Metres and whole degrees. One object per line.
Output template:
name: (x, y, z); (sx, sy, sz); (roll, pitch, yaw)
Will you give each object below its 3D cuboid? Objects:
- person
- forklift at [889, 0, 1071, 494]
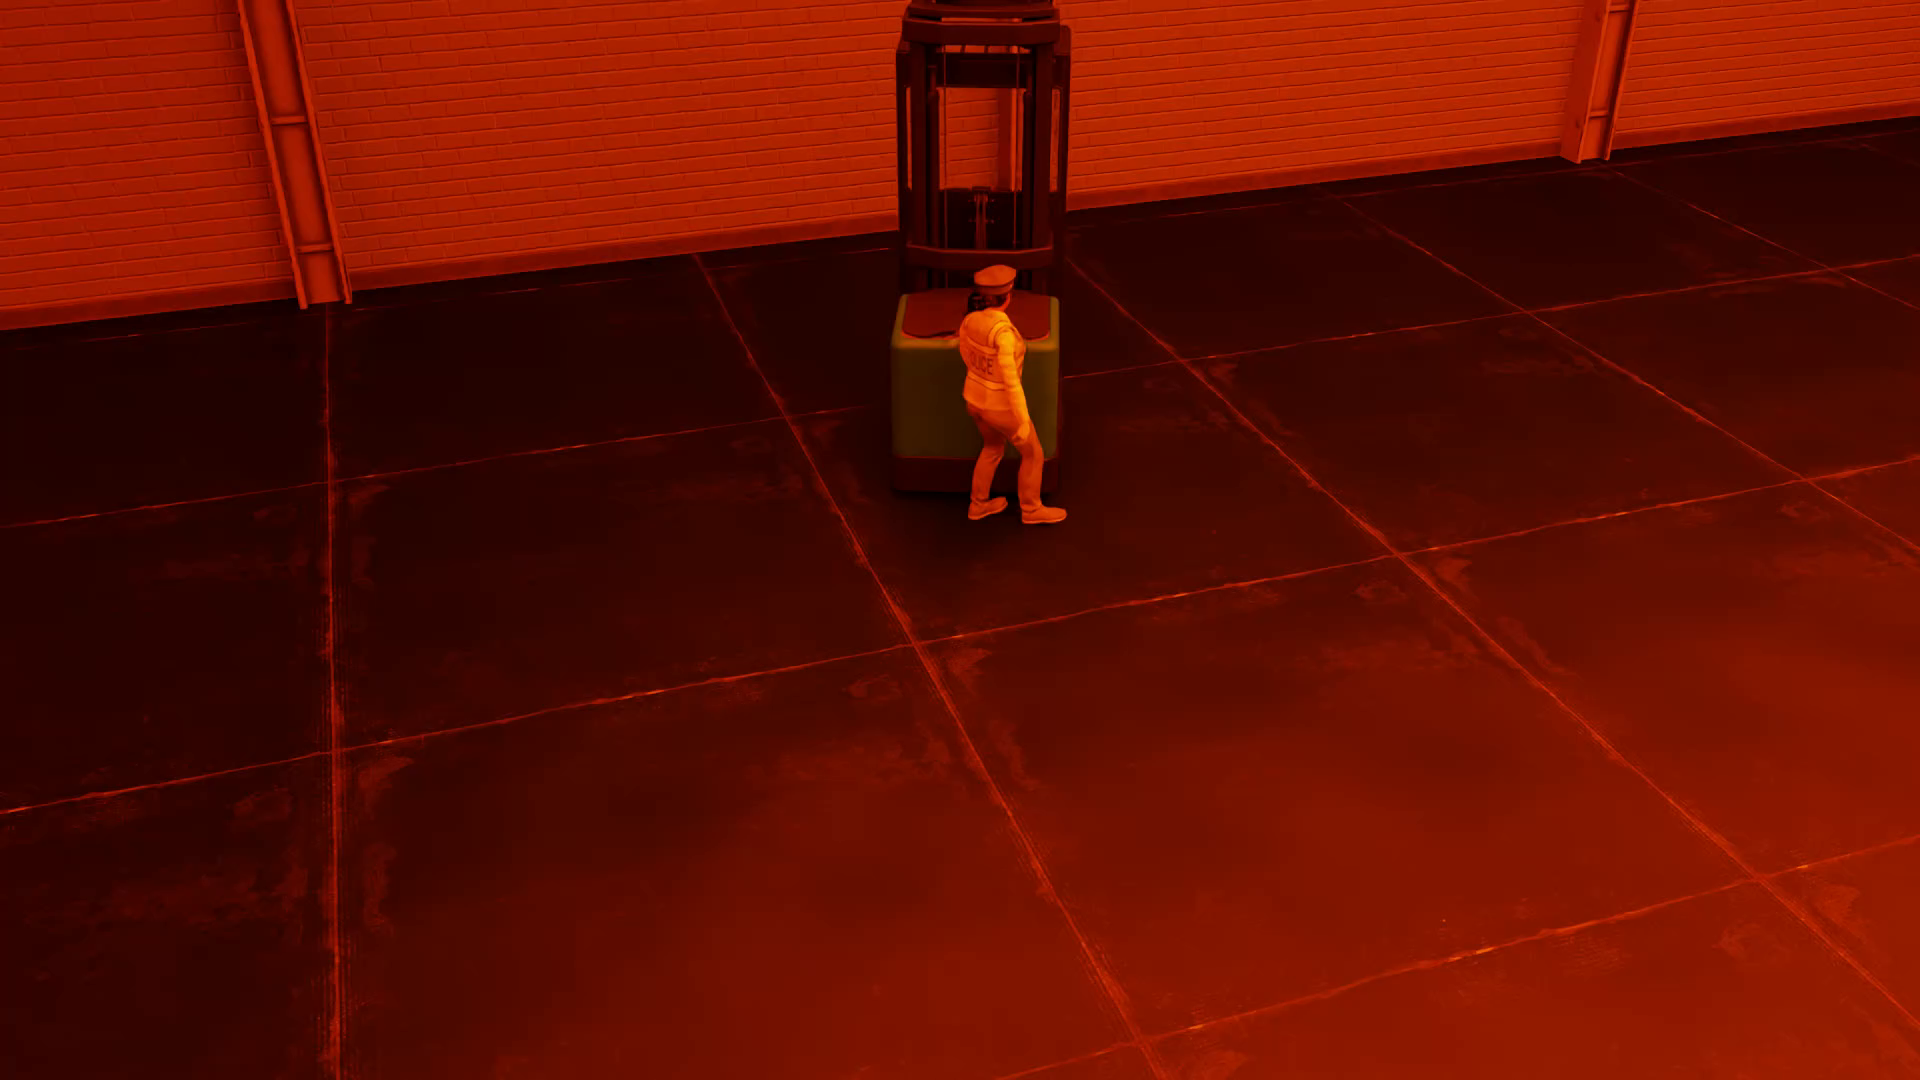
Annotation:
person: (0.302, -0.840, 9.859); (0.572, 1.614, 0.704); (-20, 35, -30)
forklift: (0.157, -2.258, 11.011); (1.130, 2.935, 3.031); (1, 30, 2)
